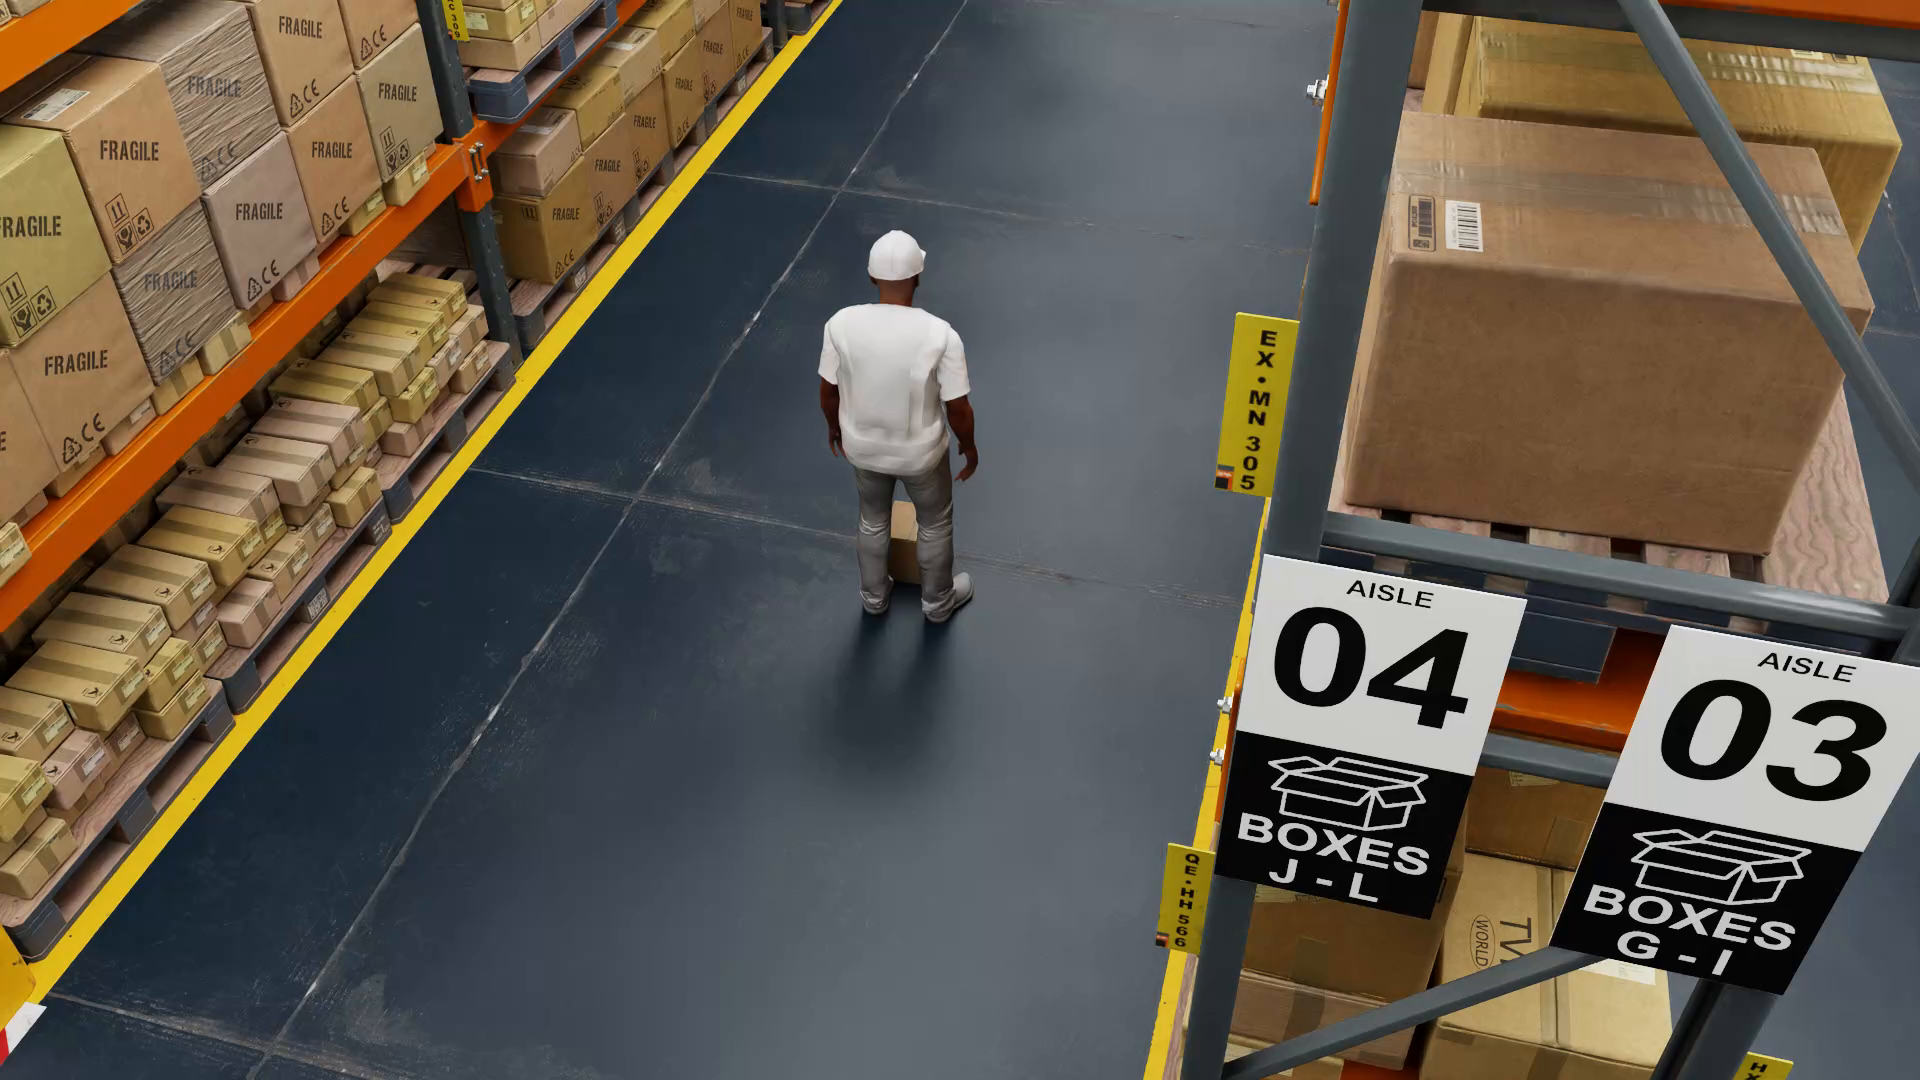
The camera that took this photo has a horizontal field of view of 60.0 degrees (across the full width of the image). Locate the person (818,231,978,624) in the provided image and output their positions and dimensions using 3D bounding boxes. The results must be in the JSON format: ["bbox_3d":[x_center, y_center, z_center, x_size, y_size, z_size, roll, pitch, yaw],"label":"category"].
[{"bbox_3d":[-0.235,-0.408,6.617,0.628,1.761,0.458,10,42,12],"label":"person"}]
